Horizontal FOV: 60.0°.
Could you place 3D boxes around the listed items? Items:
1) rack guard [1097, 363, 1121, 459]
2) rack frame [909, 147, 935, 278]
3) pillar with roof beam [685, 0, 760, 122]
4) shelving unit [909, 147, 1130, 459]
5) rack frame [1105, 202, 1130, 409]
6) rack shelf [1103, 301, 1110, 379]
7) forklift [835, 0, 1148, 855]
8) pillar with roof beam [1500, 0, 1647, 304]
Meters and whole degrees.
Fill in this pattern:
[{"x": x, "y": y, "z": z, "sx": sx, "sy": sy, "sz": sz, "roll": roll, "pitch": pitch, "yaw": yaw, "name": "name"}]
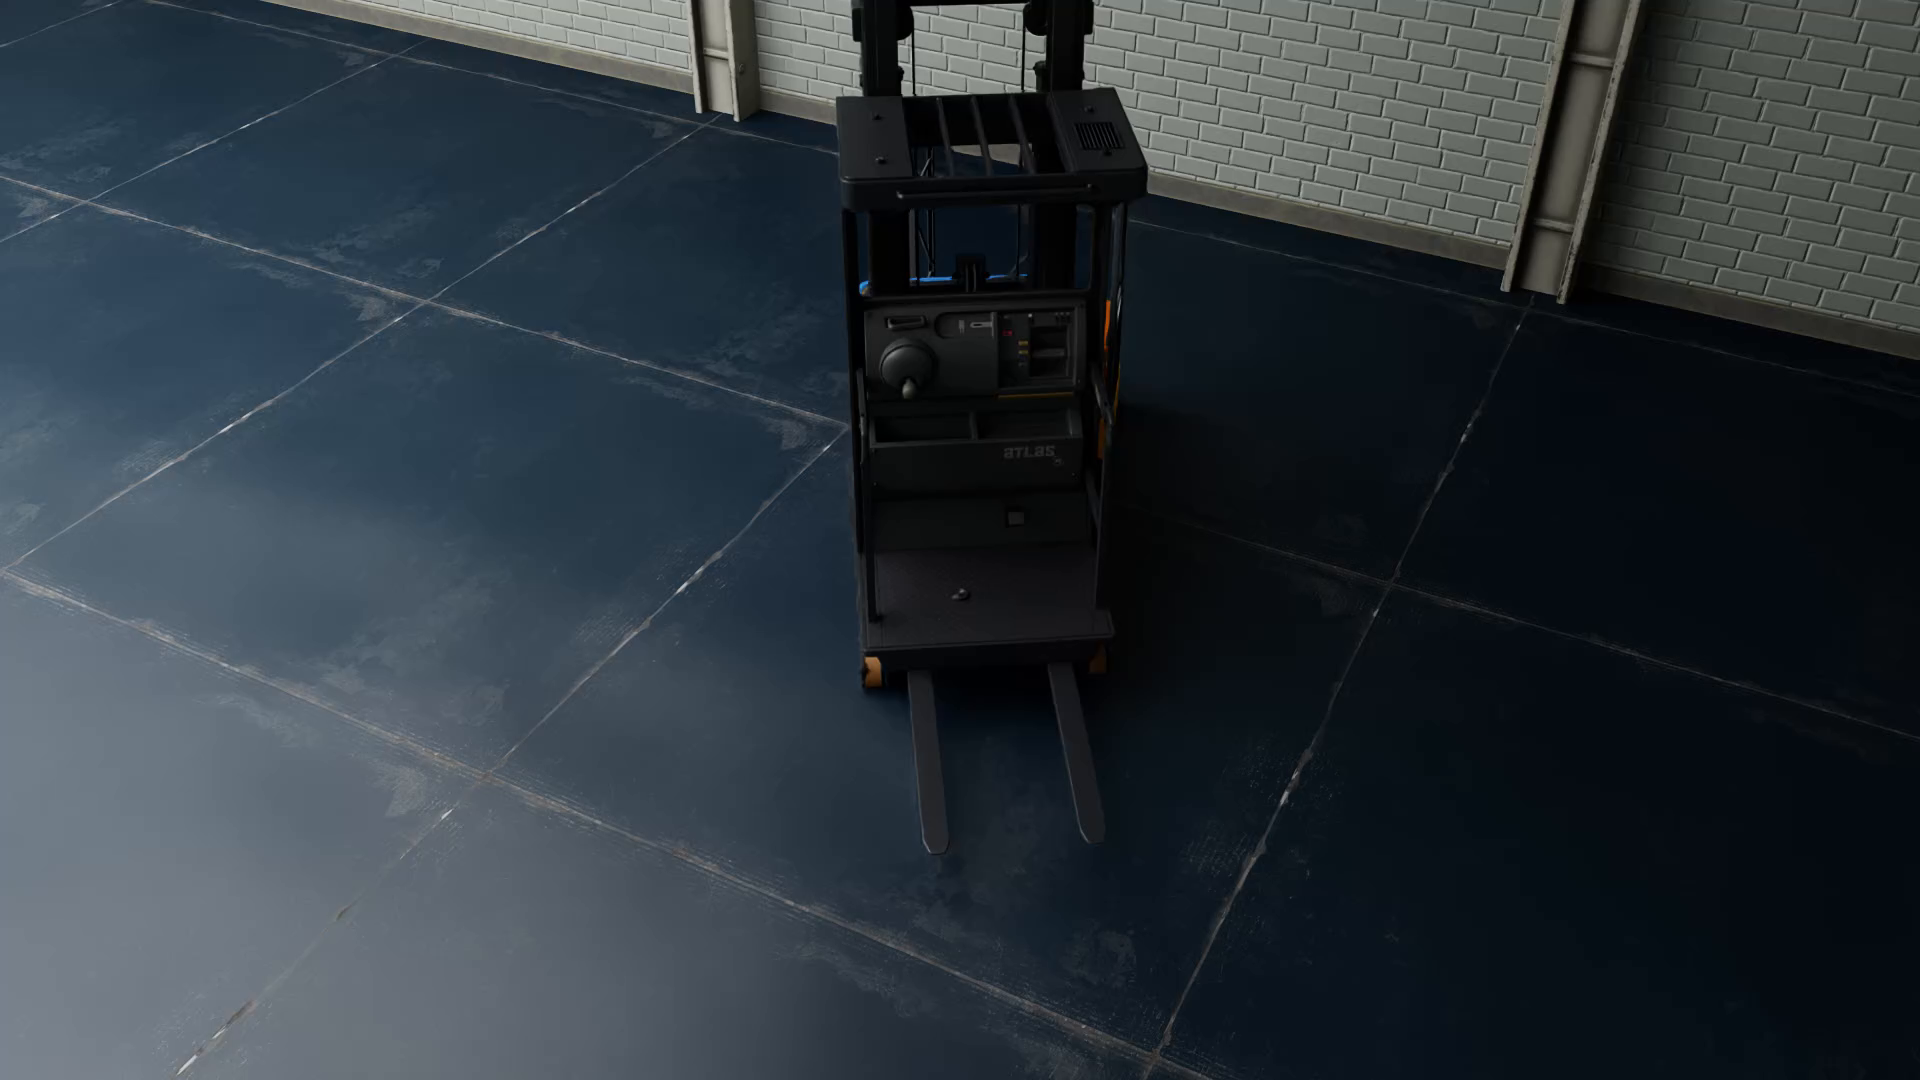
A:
[{"x": 0.790, "y": -0.703, "z": 8.969, "sx": 0.087, "sy": 0.250, "sz": 0.587, "roll": 6, "pitch": 38, "yaw": 8, "name": "rack guard"}, {"x": -0.192, "y": -1.306, "z": 8.730, "sx": 0.032, "sy": 1.500, "sz": 0.500, "roll": 6, "pitch": 38, "yaw": 8, "name": "rack frame"}, {"x": -3.719, "y": -4.514, "z": 6.754, "sx": 0.400, "sy": 9.000, "sz": 9.100, "roll": 17, "pitch": 41, "yaw": 21, "name": "pillar with roof beam"}, {"x": 0.300, "y": -1.253, "z": 8.661, "sx": 1.083, "sy": 1.500, "sz": 0.587, "roll": 6, "pitch": 38, "yaw": 8, "name": "shelving unit"}, {"x": 0.809, "y": -1.198, "z": 8.588, "sx": 0.032, "sy": 1.500, "sz": 0.500, "roll": 6, "pitch": 38, "yaw": 8, "name": "rack frame"}, {"x": 0.309, "y": -1.109, "z": 8.768, "sx": 1.000, "sy": 0.185, "sz": 0.538, "roll": 6, "pitch": 38, "yaw": 8, "name": "rack shelf"}, {"x": 0.088, "y": -0.726, "z": 6.783, "sx": 1.130, "sy": 2.935, "sz": 3.031, "roll": -3, "pitch": 37, "yaw": -4, "name": "forklift"}, {"x": 1.609, "y": -2.846, "z": 4.556, "sx": 0.400, "sy": 9.000, "sz": 9.100, "roll": 17, "pitch": 41, "yaw": 21, "name": "pillar with roof beam"}]
